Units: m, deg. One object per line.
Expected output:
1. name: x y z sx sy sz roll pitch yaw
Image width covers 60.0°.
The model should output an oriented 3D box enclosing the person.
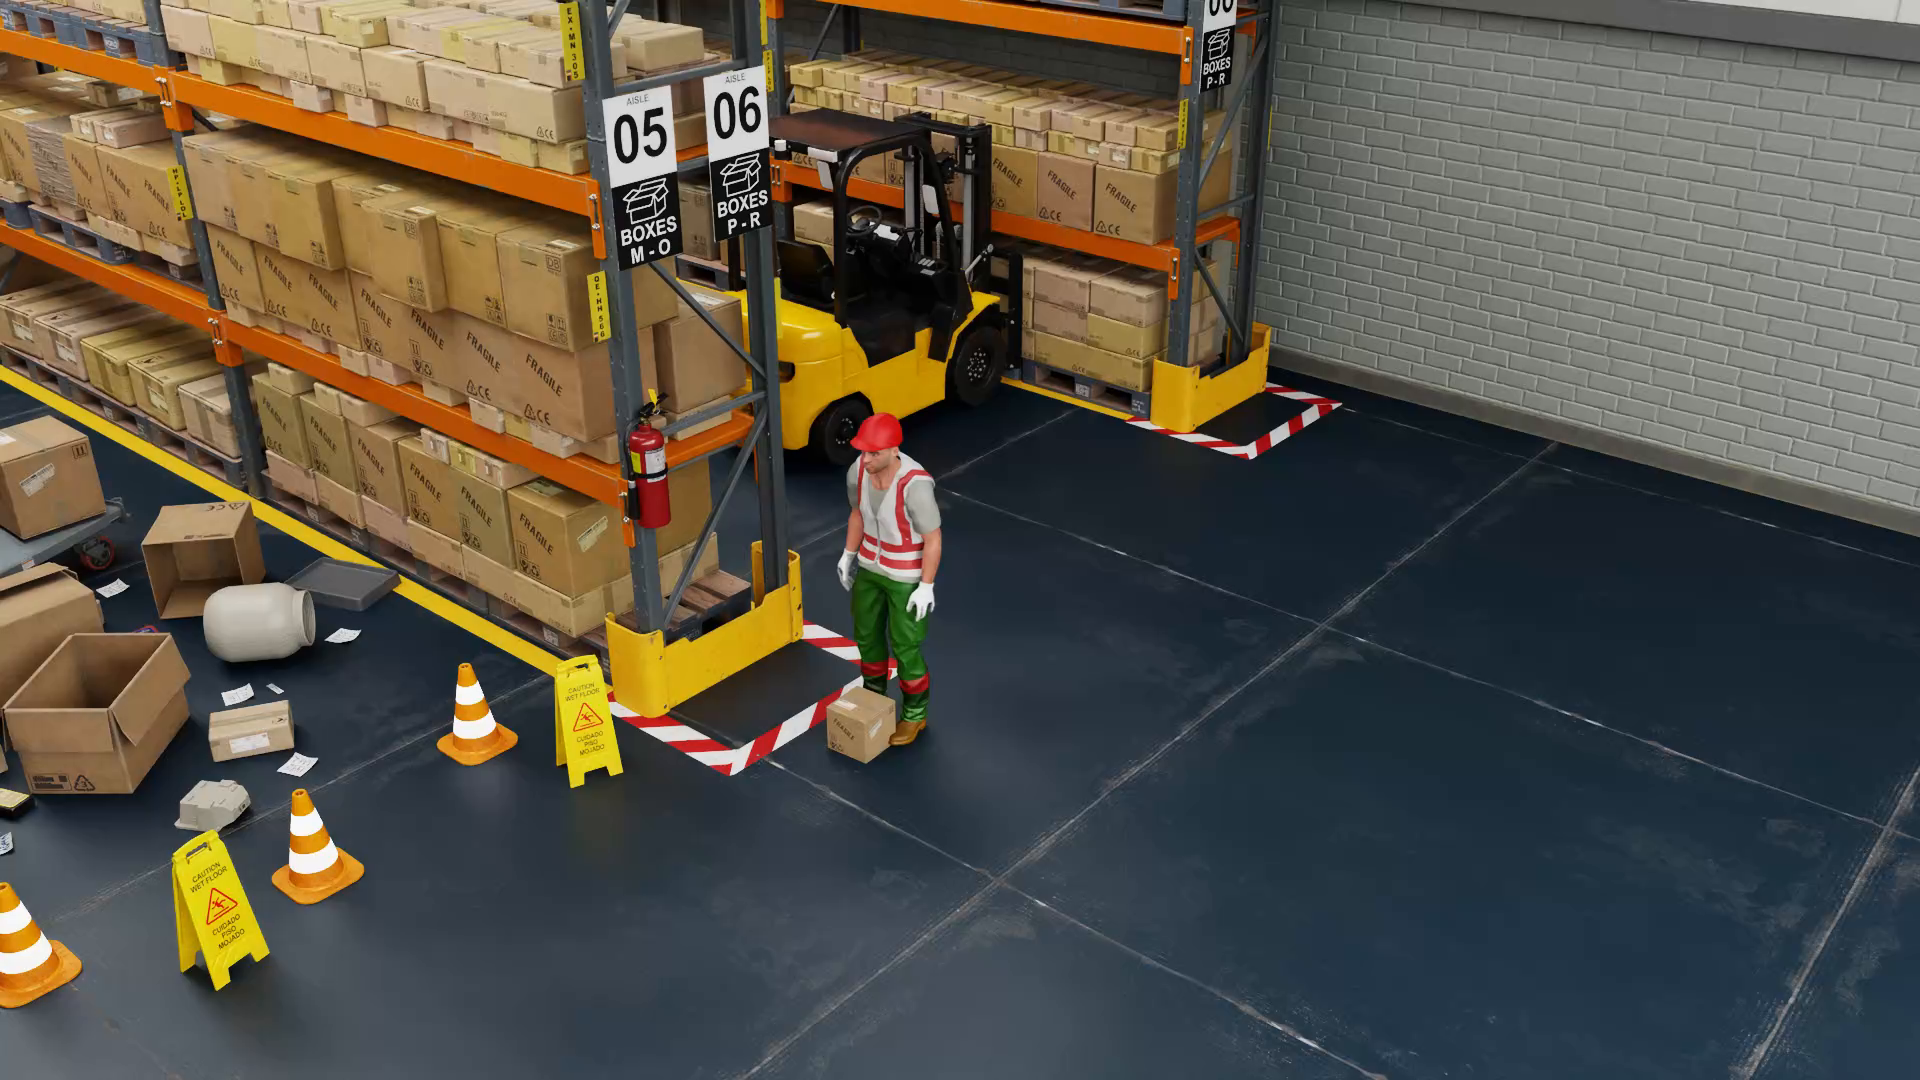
1. person: -0.357 0.174 8.260 0.609 1.779 0.449 21 34 35
